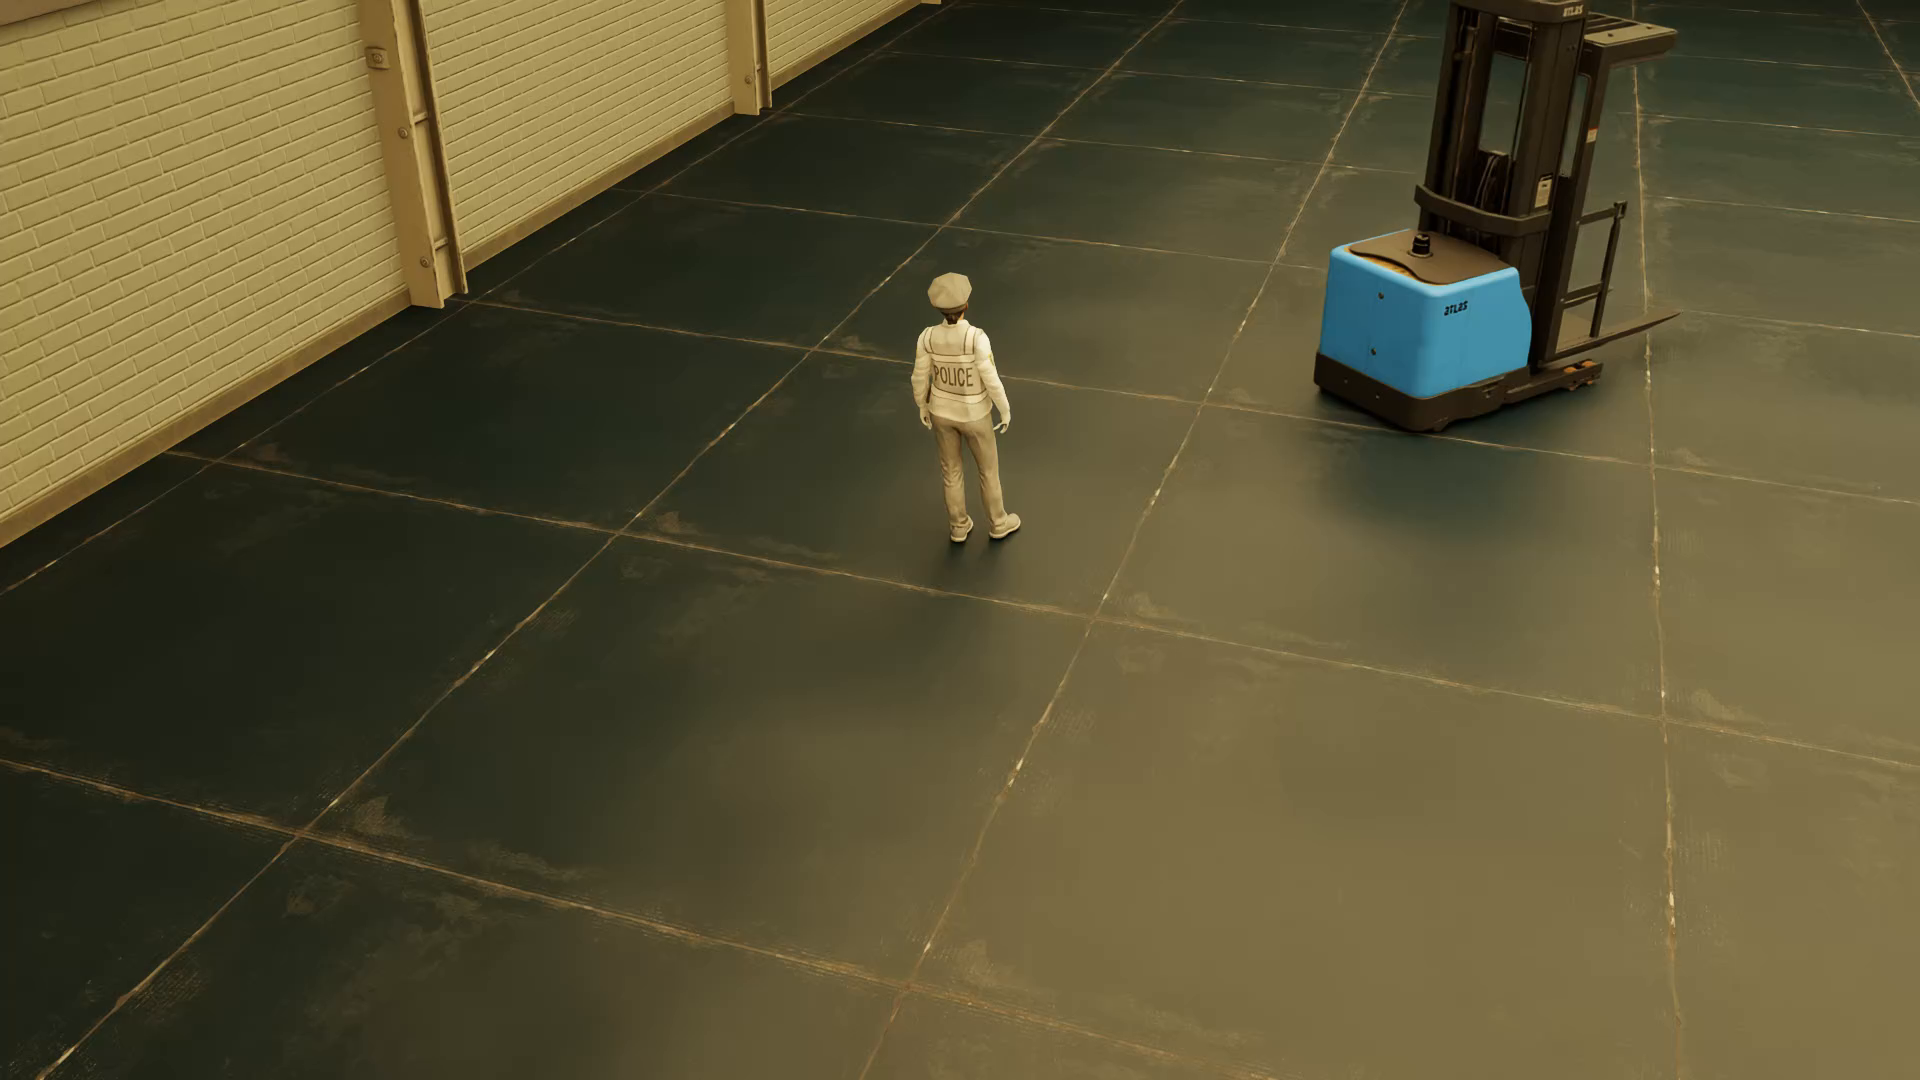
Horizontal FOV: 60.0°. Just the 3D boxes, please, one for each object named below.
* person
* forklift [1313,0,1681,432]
[{"bbox_3d":[0.029,-0.773,9.727,0.586,1.694,0.530,10,31,16],"label":"person"},{"bbox_3d":[4.056,-2.554,11.617,3.031,2.935,1.130,-18,34,-28],"label":"forklift"}]
